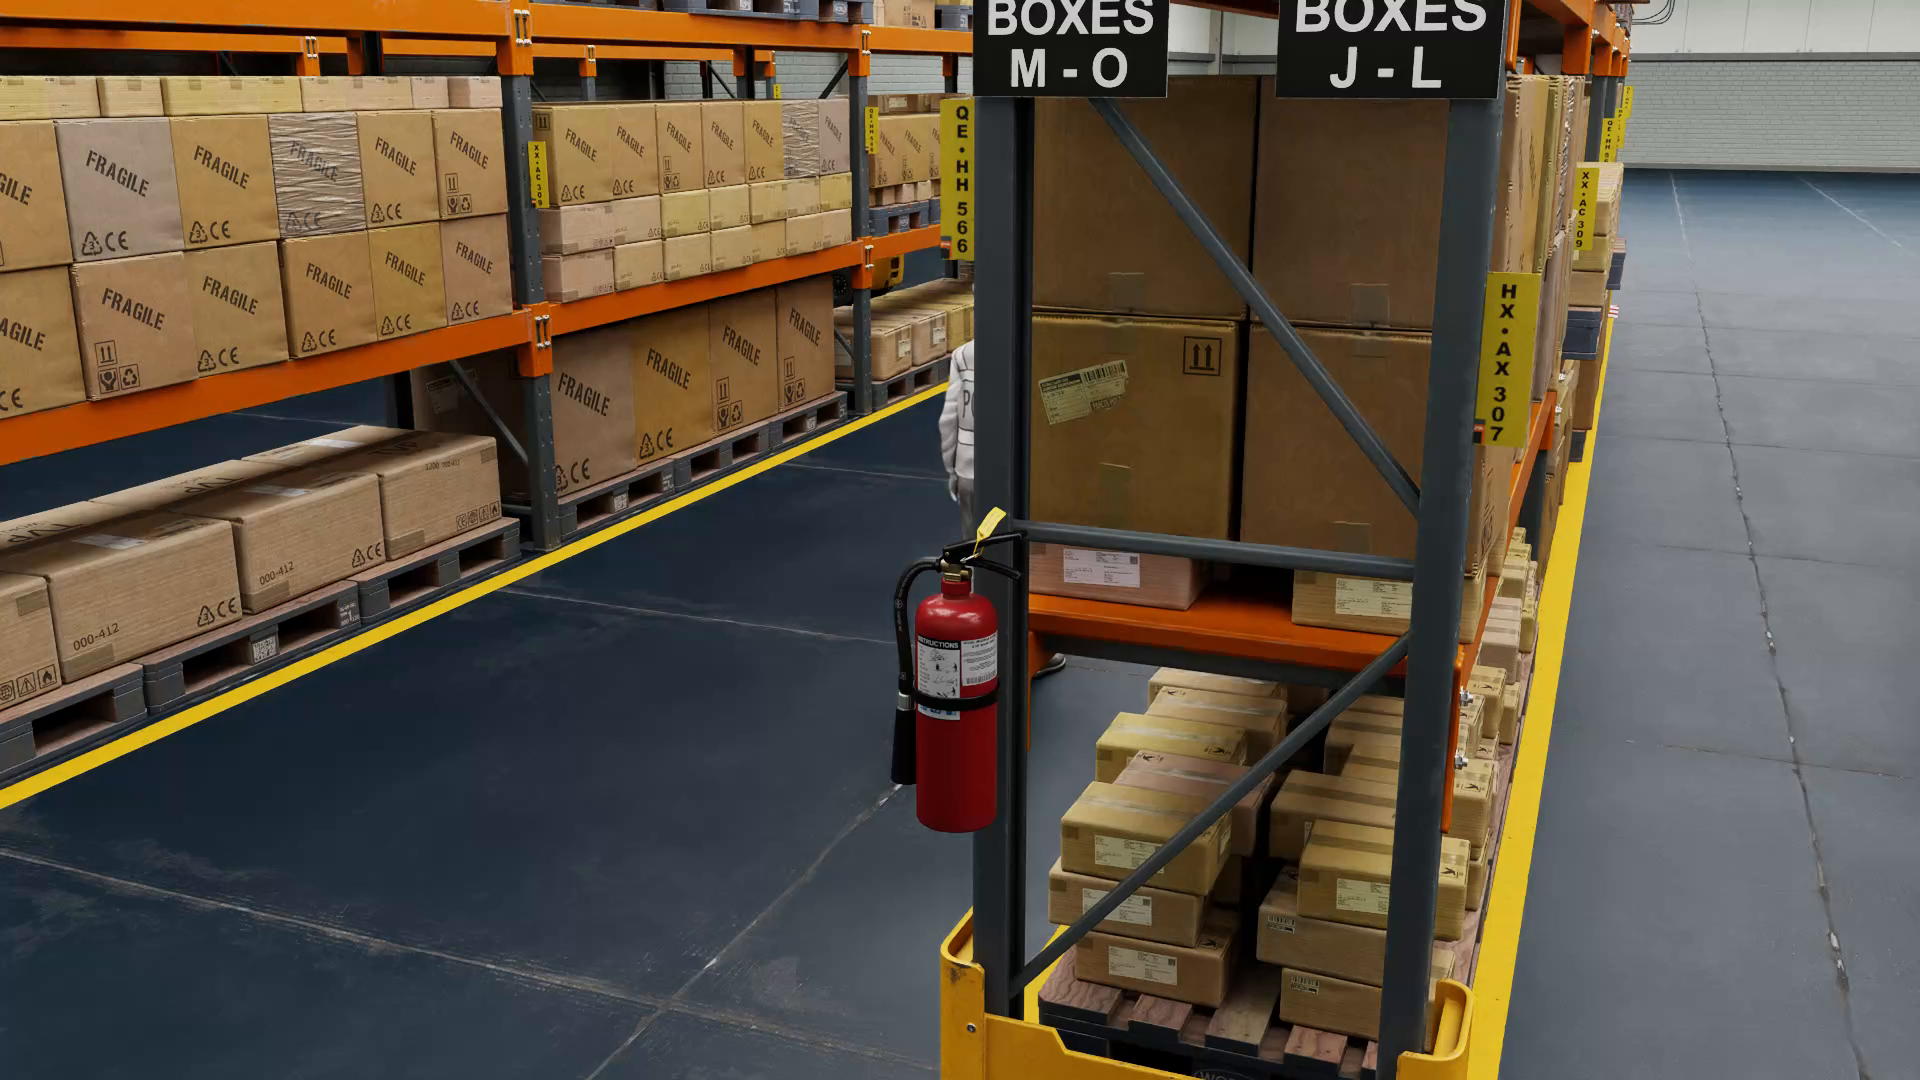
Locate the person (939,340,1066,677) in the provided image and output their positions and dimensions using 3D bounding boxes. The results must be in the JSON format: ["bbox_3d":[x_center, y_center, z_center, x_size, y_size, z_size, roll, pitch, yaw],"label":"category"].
[{"bbox_3d":[0.176,-0.254,6.931,0.529,1.664,0.371,6,17,21],"label":"person"}]
